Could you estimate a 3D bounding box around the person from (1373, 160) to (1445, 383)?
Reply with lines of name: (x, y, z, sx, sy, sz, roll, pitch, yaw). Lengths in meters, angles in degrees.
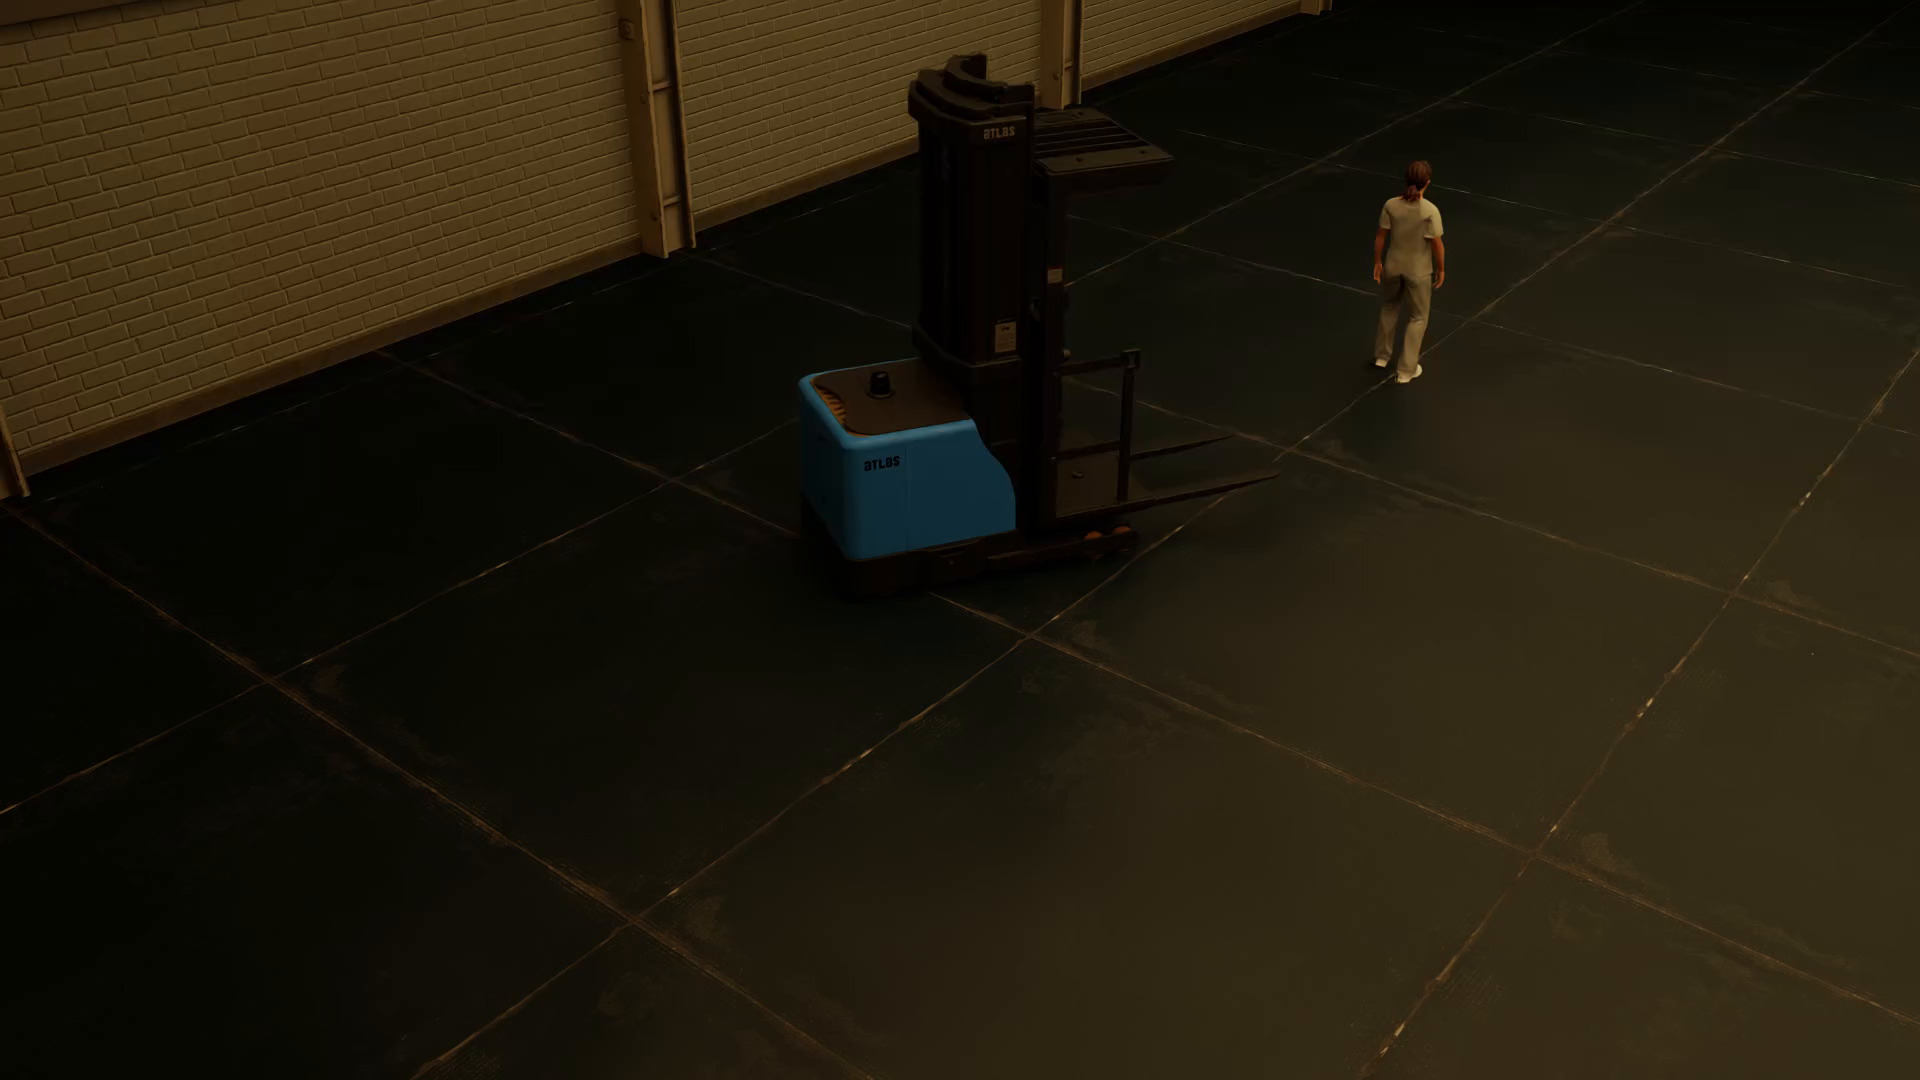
person: (3.333, -1.988, 12.293, 0.521, 1.699, 0.502, 21, 36, 32)

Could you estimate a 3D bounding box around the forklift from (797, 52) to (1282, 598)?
forklift: (0.567, -1.384, 9.963, 3.031, 2.935, 1.130, -11, 32, -18)
